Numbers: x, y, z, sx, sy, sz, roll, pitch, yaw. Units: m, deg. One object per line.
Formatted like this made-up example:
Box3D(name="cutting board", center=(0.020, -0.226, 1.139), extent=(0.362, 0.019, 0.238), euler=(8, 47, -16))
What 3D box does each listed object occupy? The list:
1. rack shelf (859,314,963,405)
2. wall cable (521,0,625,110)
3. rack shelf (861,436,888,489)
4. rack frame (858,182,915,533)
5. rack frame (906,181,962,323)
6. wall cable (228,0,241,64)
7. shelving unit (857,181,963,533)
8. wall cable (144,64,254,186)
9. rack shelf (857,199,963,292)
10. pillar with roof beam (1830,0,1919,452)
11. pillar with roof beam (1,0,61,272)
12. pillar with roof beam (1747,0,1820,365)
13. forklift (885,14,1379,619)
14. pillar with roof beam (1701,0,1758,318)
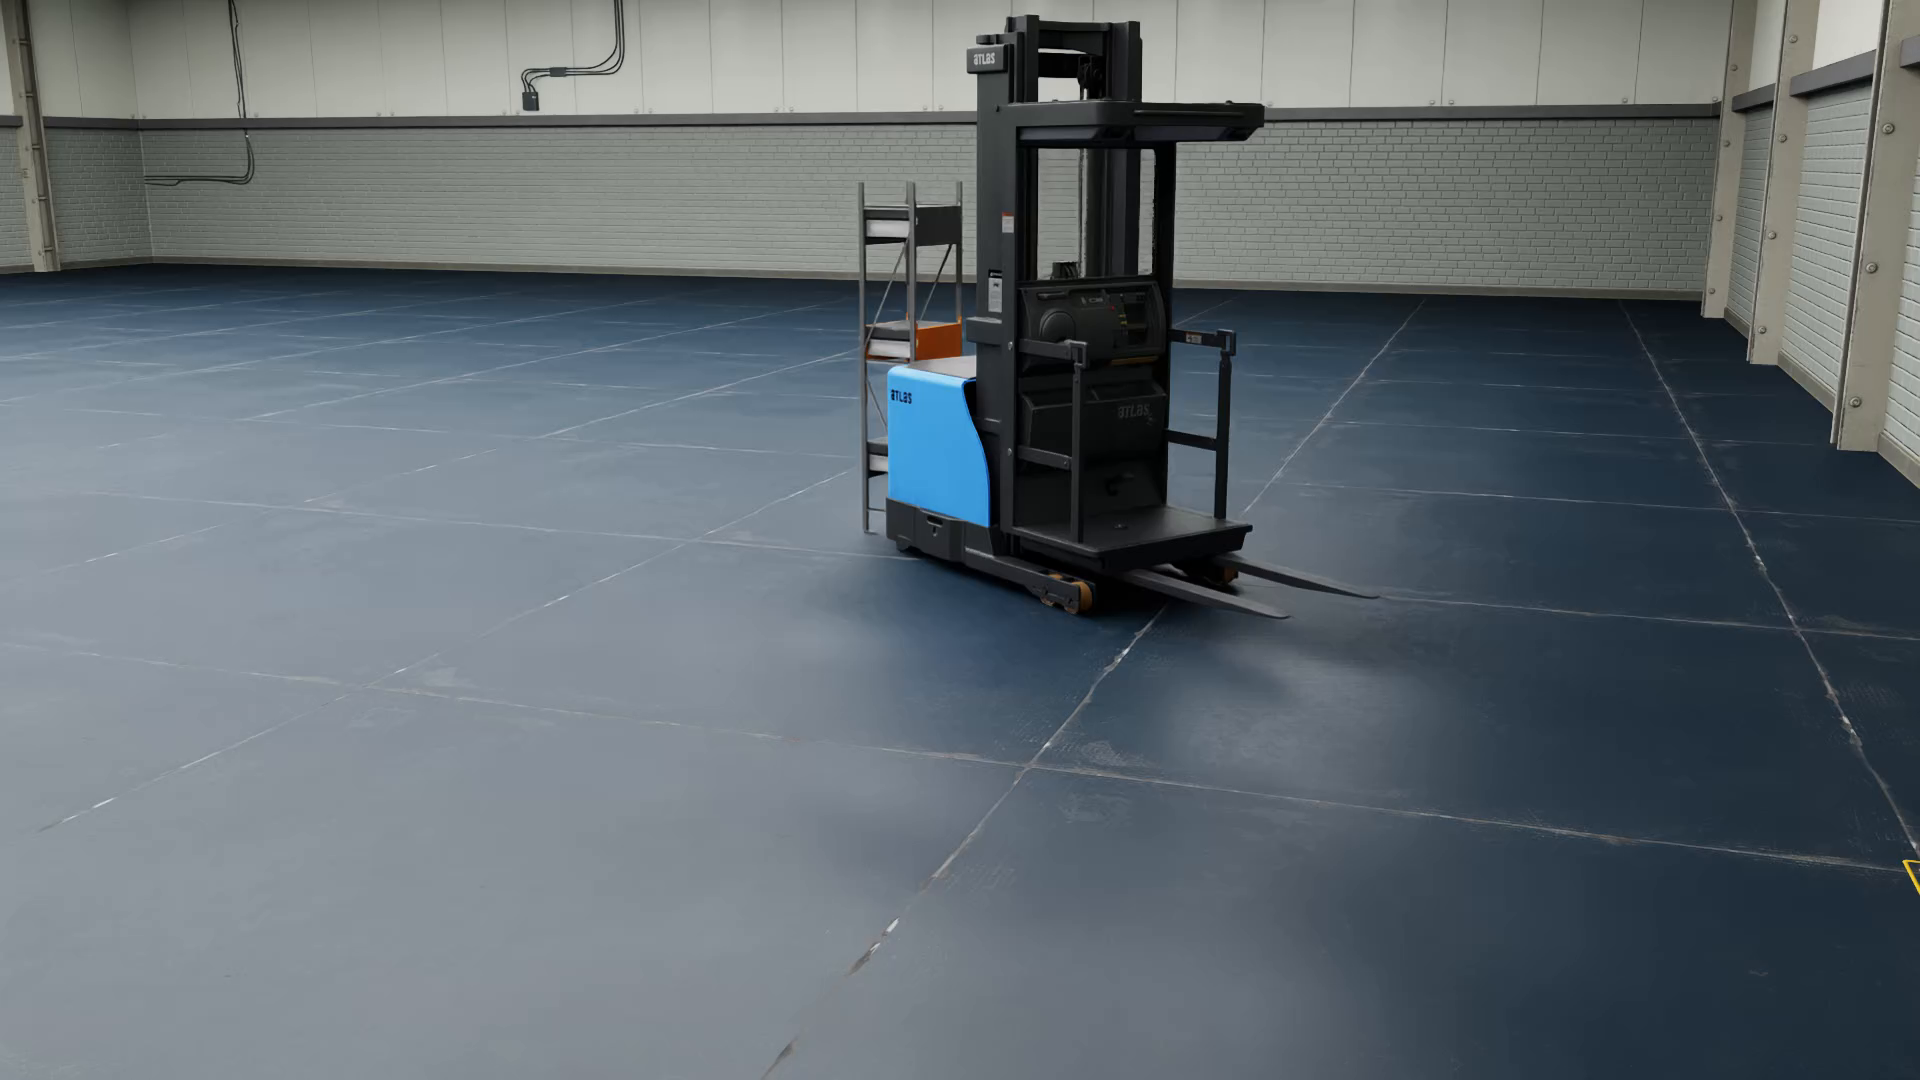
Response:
Box3D(name="rack shelf", center=(-0.295, -1.083, 10.077), extent=(0.431, 0.518, 0.480), euler=(9, 15, 33))
Box3D(name="wall cable", center=(-7.612, -11.419, 32.154), extent=(2.305, 6.003, 0.169), euler=(4, 14, 18))
Box3D(name="rack shelf", center=(-0.295, -0.401, 10.232), extent=(0.431, 0.518, 0.480), euler=(9, 15, 33))
Box3D(name="rack frame", center=(-0.431, -1.052, 9.876), extent=(0.400, 2.100, 0.015), euler=(9, 15, 33))
Box3D(name="rack frame", center=(-0.158, -1.142, 10.271), extent=(0.400, 2.100, 0.015), euler=(9, 15, 33))
Box3D(name="wall cable", center=(-14.029, -11.202, 34.472), extent=(3.097, 2.526, 0.112), euler=(4, 14, 18))
Box3D(name="shelving unit", center=(-0.295, -1.097, 10.074), extent=(0.431, 2.100, 0.503), euler=(9, 15, 33))
Box3D(name="wall cable", center=(-16.589, -8.934, 35.887), extent=(3.097, 2.526, 0.112), euler=(4, 14, 18))
Box3D(name="rack shelf", center=(-0.295, -1.766, 9.921), extent=(0.431, 0.518, 0.480), euler=(9, 15, 33))
Box3D(name="pillar with roof beam", center=(3.056, -5.439, 13.593), extent=(9.100, 9.000, 0.400), euler=(4, 14, 18))
Box3D(name="pillar with roof beam", center=(-14.720, -9.613, 31.883), extent=(9.100, 9.000, 0.400), euler=(4, 14, 18))
Box3D(name="pillar with roof beam", center=(4.997, -6.702, 19.128), extent=(9.100, 9.000, 0.400), euler=(4, 14, 18))
Box3D(name="forklift", center=(0.827, -1.181, 8.574), extent=(1.130, 2.935, 3.031), euler=(-9, 16, -35))
Box3D(name="pillar with roof beam", center=(6.938, -7.965, 24.663), extent=(9.100, 9.000, 0.400), euler=(4, 14, 18))
